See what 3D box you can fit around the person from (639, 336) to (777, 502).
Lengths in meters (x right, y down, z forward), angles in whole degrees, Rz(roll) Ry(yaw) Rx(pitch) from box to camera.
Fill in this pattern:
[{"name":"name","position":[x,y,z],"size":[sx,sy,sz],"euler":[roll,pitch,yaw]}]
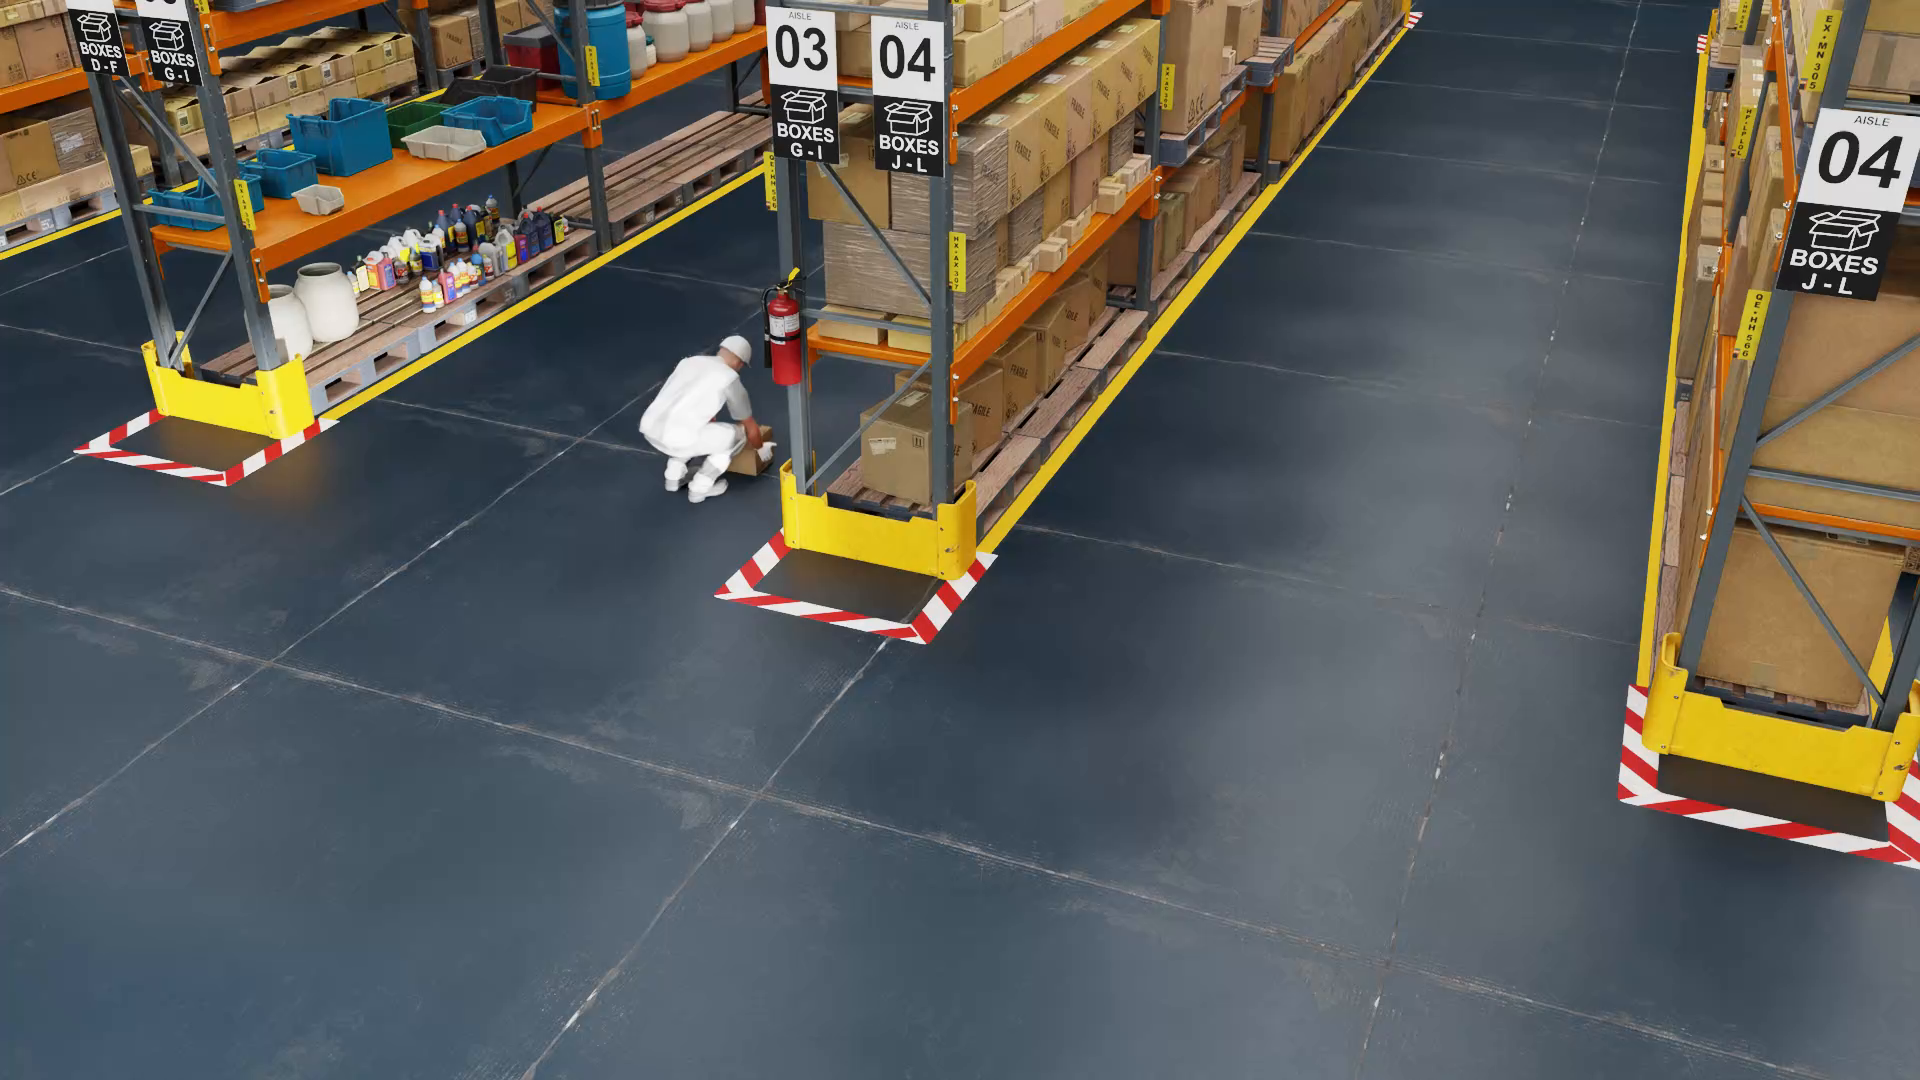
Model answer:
[{"name":"person","position":[-1.642,-0.784,10.675],"size":[0.569,0.907,0.904],"euler":[25,38,37]}]
